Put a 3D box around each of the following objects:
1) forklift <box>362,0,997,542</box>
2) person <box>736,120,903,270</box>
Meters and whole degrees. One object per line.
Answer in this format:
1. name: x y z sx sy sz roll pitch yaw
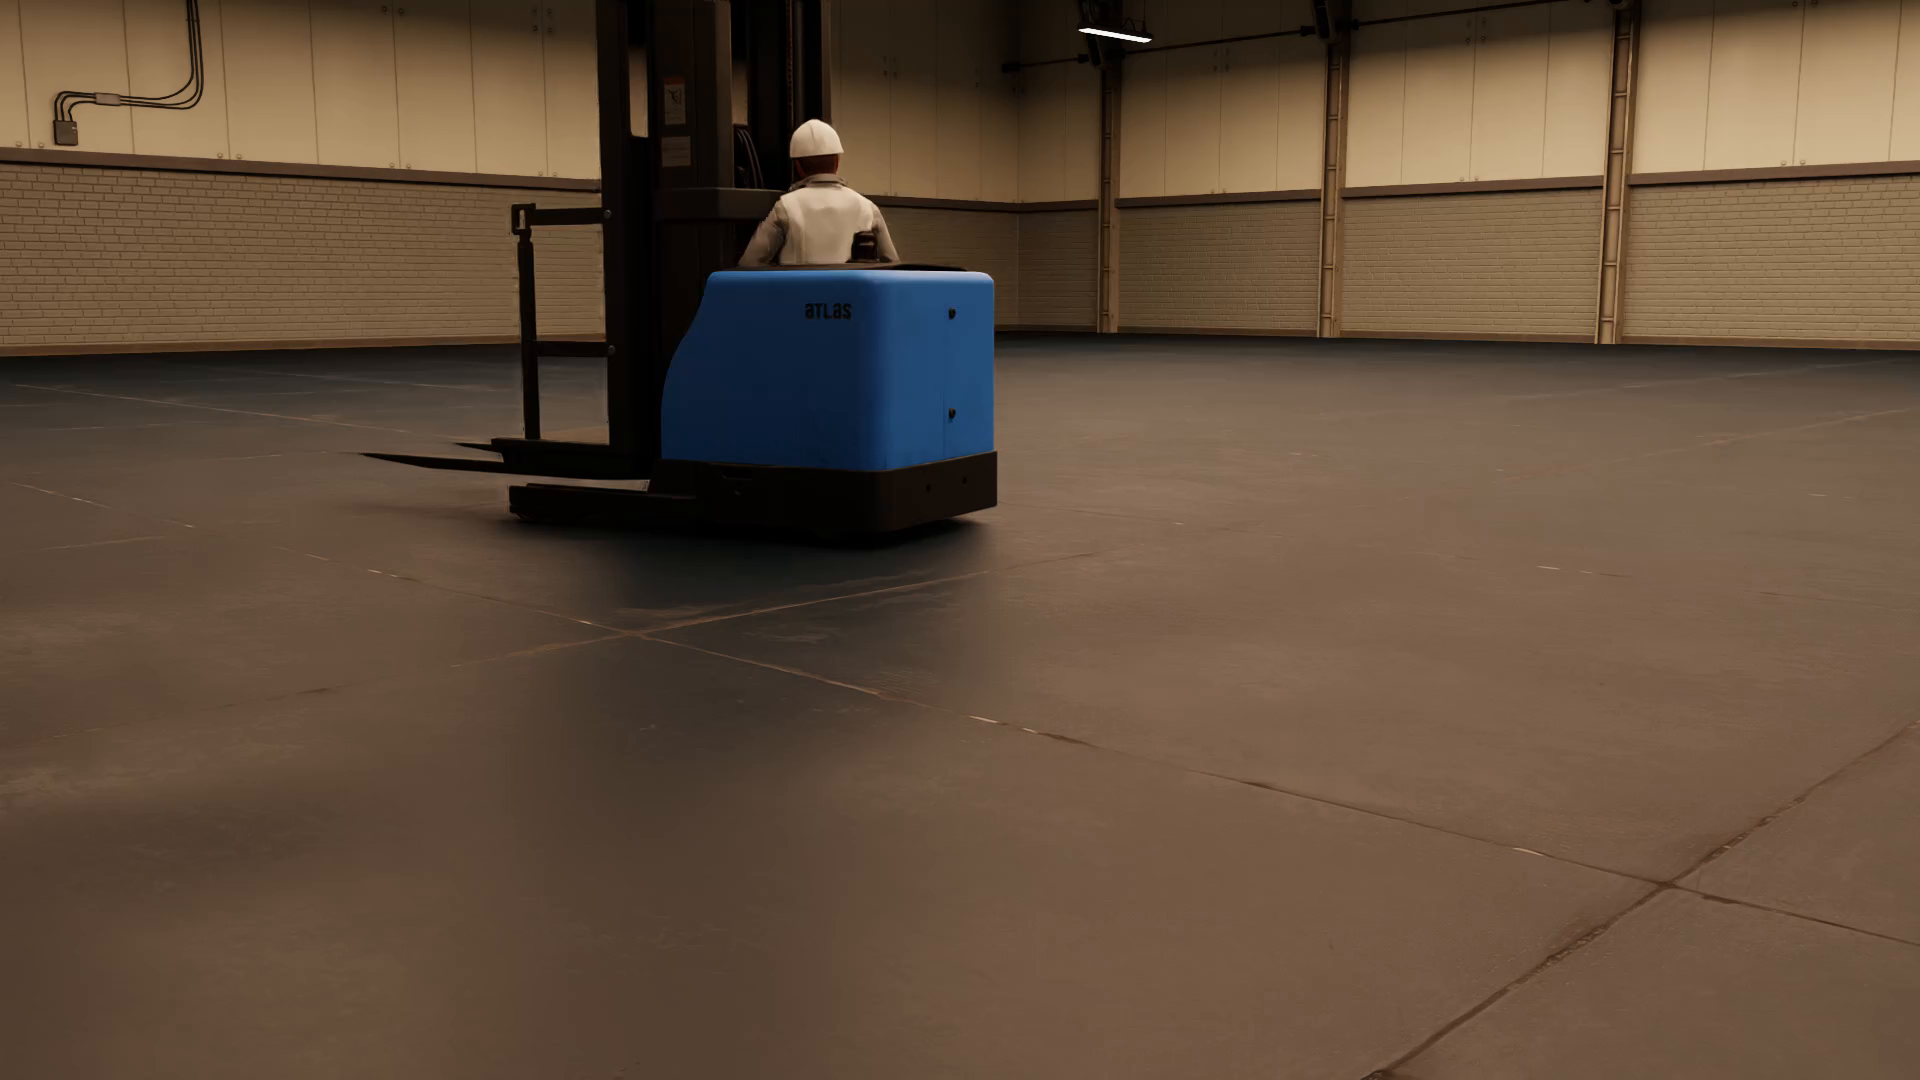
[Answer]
1. forklift: -1.380 -1.576 7.341 3.031 2.935 1.130 5 10 29
2. person: -0.629 -0.916 7.119 0.786 1.701 0.655 -3 9 -16
